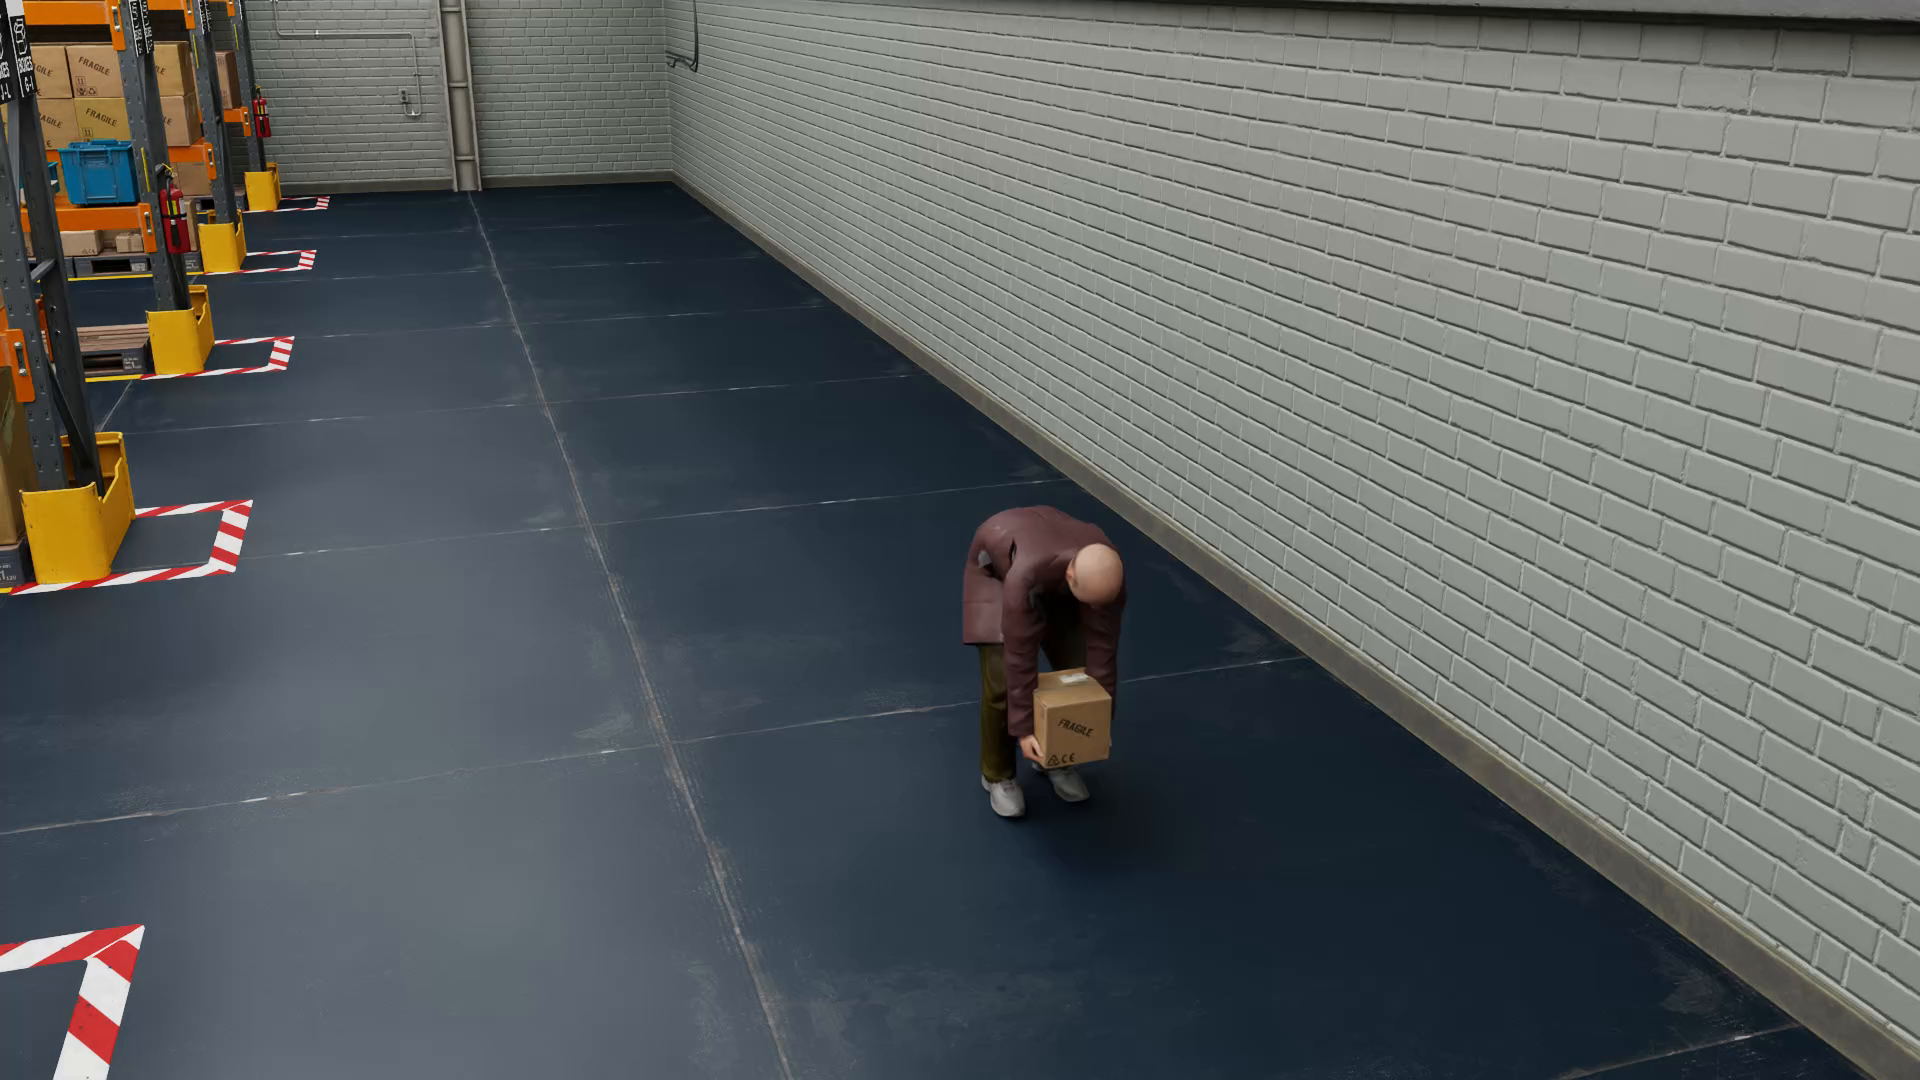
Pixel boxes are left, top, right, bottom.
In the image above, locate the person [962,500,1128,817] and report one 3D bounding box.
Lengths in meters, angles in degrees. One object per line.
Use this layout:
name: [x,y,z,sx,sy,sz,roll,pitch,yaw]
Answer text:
person: [0.334,0.424,6.080,0.554,1.309,0.914,-7,20,-19]
